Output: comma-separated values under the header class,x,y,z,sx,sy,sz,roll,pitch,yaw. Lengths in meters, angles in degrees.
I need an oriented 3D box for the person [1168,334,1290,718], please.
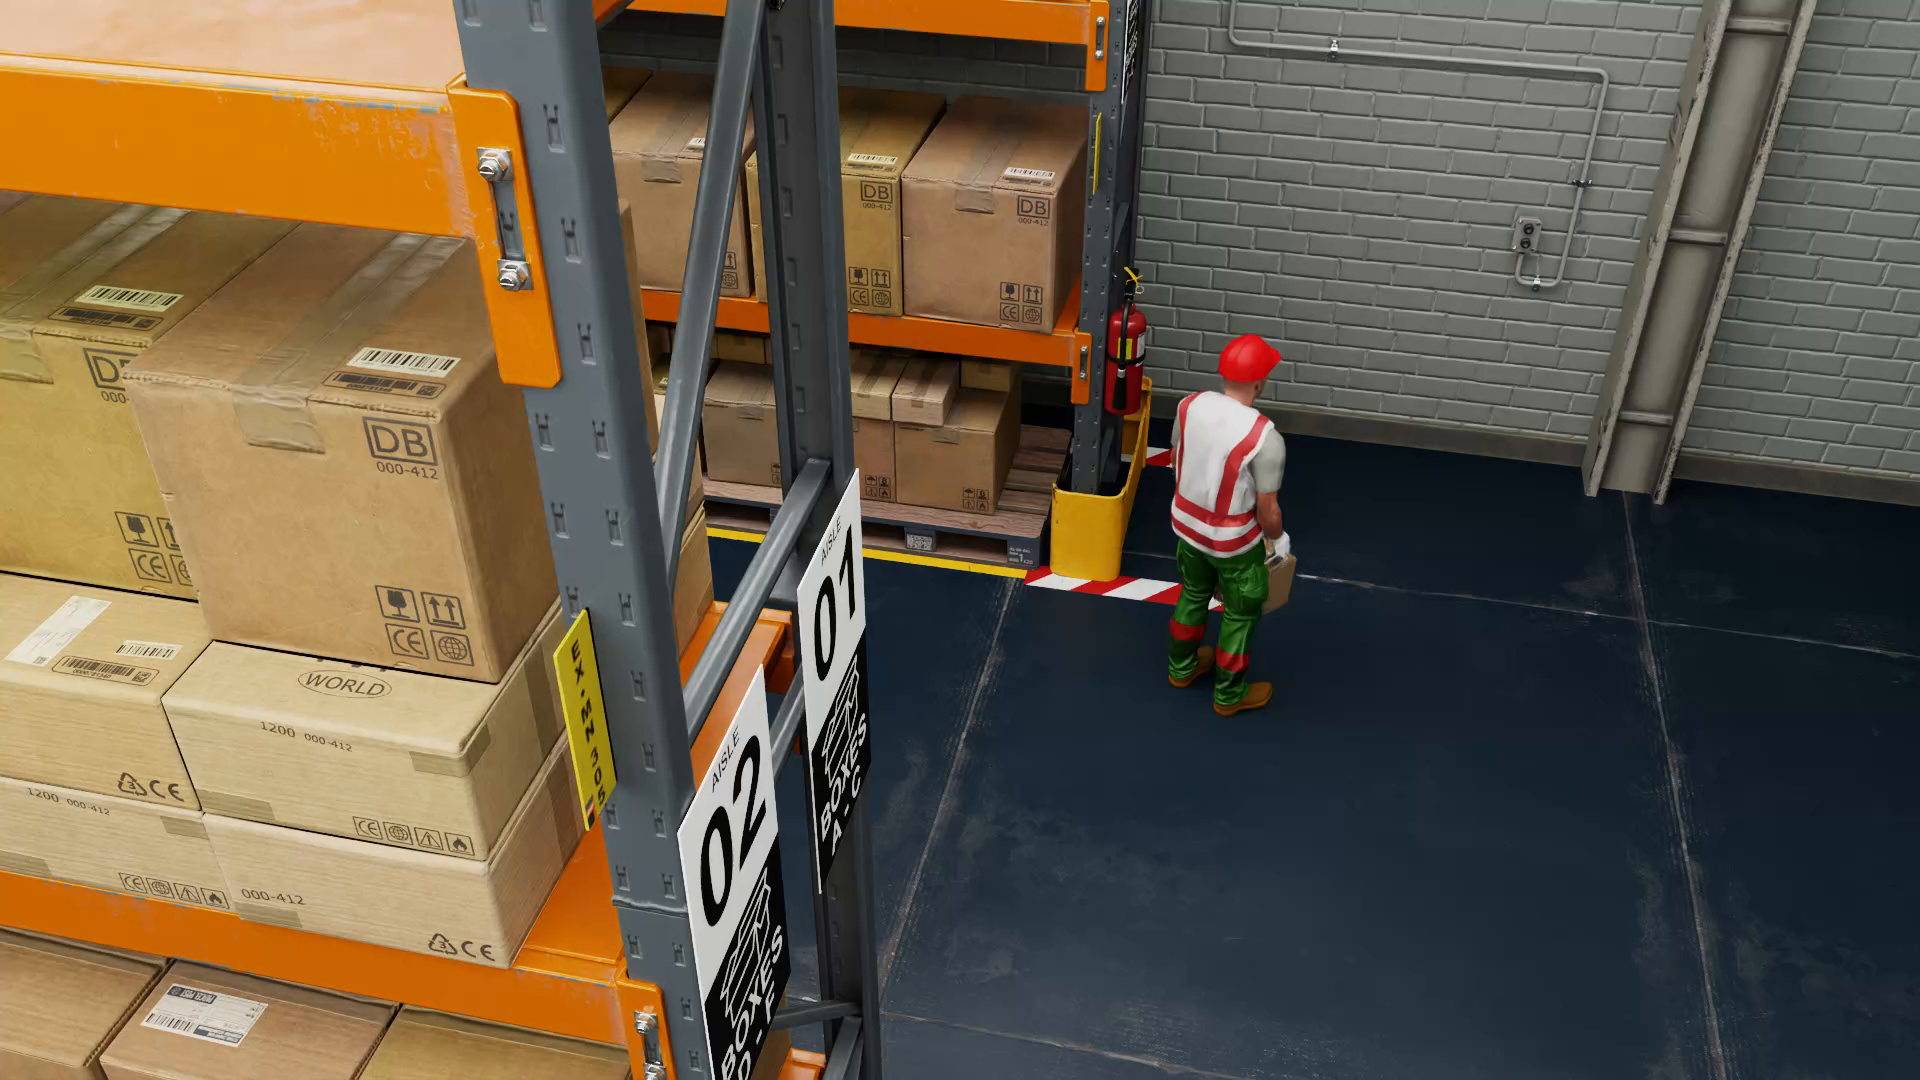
class,x,y,z,sx,sy,sz,roll,pitch,yaw
person,1.112,-0.052,7.019,0.417,1.785,0.553,-28,44,-32
